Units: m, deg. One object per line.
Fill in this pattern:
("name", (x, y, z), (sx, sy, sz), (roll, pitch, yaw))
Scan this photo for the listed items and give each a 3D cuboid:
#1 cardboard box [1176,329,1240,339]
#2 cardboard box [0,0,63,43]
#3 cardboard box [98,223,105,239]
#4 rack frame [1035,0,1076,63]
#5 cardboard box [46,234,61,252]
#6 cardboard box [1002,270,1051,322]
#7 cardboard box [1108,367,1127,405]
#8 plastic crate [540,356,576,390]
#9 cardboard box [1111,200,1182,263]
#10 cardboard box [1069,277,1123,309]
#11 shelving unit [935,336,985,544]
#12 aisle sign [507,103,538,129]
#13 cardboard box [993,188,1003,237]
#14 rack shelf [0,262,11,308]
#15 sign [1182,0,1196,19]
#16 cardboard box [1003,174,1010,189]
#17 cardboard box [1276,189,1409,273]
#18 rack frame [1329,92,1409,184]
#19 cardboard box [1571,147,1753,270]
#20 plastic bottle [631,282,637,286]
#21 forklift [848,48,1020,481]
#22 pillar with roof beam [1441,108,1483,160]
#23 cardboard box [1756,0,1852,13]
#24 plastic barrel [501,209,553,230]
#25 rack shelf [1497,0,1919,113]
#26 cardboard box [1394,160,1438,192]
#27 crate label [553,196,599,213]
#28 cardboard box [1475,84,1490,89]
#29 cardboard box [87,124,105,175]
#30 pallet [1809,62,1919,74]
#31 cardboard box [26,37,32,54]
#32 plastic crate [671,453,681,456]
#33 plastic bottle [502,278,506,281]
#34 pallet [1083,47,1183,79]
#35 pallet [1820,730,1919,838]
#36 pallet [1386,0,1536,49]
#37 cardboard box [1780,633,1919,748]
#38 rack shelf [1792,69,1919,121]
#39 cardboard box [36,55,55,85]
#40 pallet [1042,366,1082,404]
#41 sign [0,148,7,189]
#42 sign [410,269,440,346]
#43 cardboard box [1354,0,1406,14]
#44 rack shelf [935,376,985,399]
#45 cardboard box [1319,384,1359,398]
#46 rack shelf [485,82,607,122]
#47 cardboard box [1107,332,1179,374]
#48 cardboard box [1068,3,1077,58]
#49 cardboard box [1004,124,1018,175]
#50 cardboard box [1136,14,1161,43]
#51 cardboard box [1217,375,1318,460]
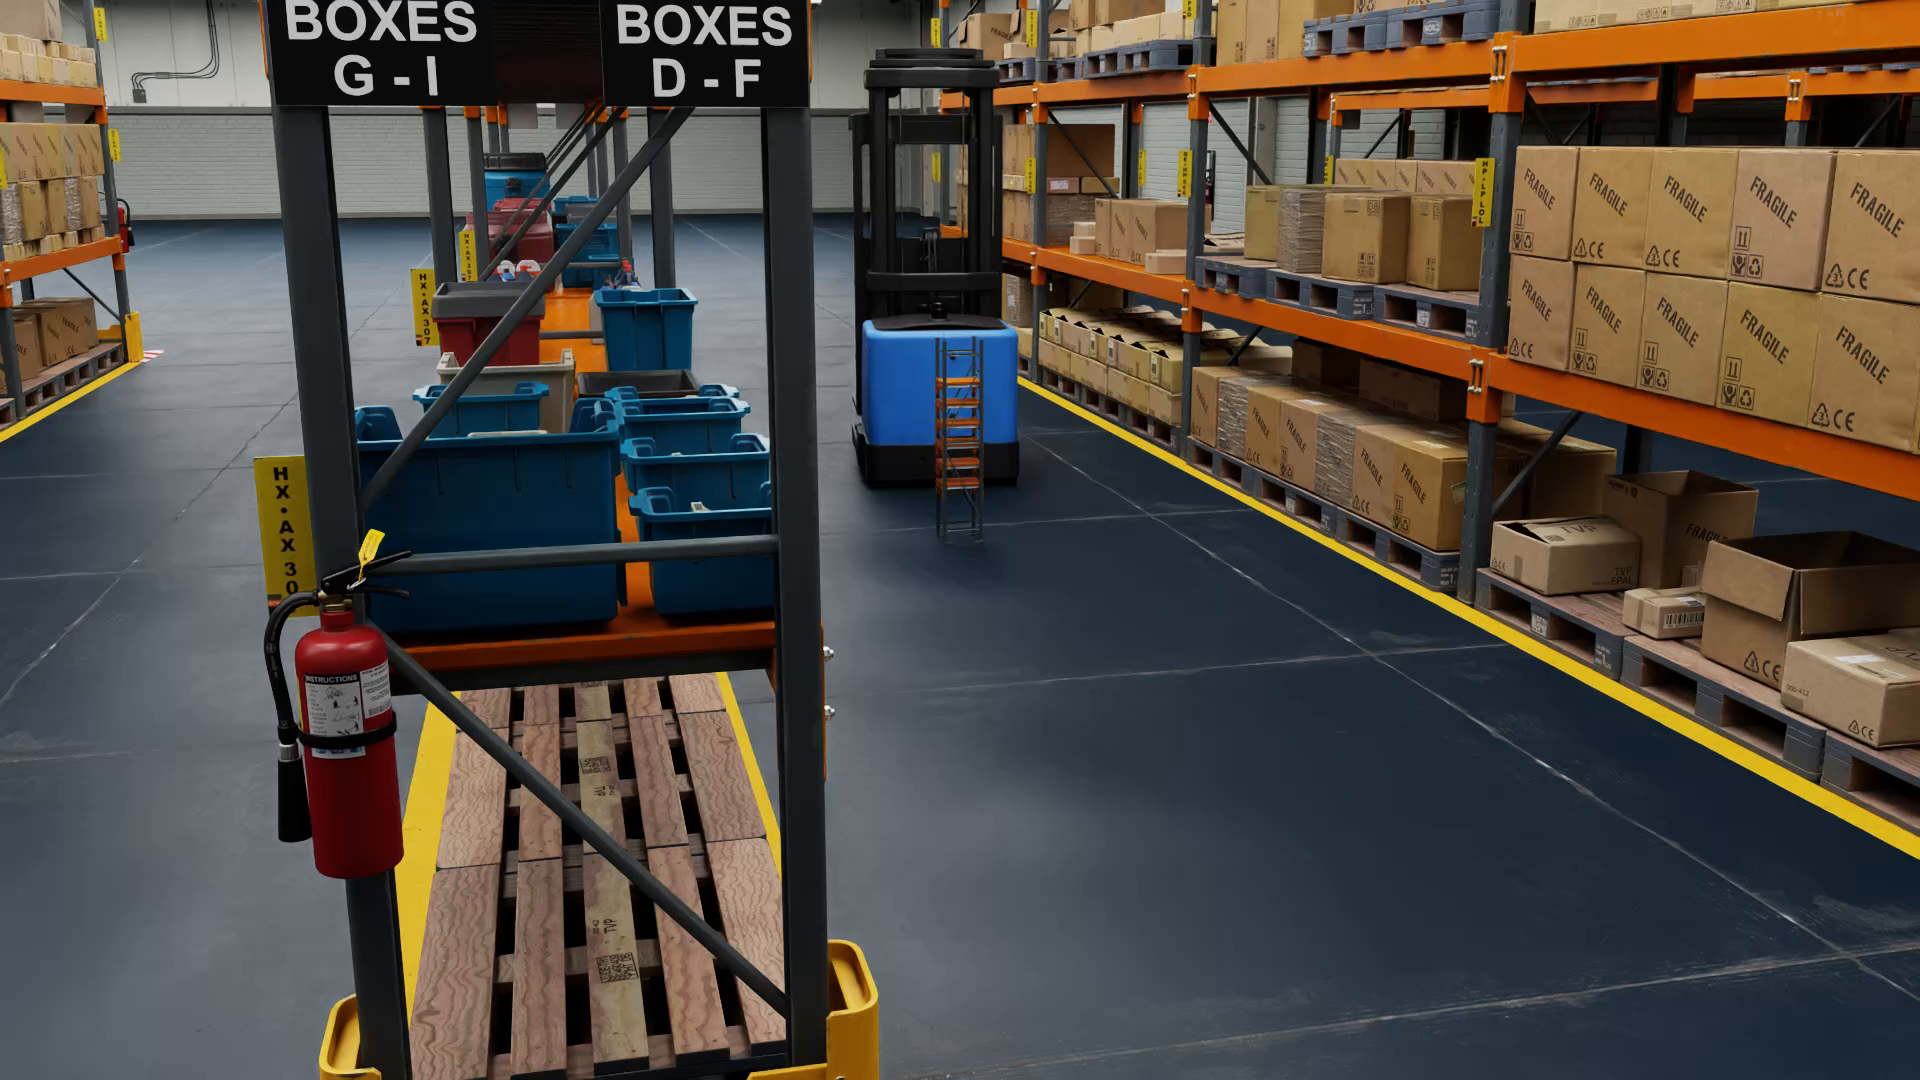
("cardboard box", (2.055, -1.597, 13.872), (0.500, 0.311, 0.500), (-4, 14, -15))
("cardboard box", (-8.757, -4.925, 15.554), (0.500, 0.500, 0.500), (-3, 14, -13))
("cardboard box", (-9.100, -3.199, 17.230), (0.380, 0.149, 0.250), (-3, 14, -13))
("rack frame", (1.202, -5.918, 15.190), (1.000, 3.000, 0.127), (-3, 14, -13))
("cardboard box", (-8.551, -2.742, 15.360), (0.380, 0.149, 0.250), (-3, 14, -13))
("cardboard box", (0.654, -2.562, 17.423), (0.500, 0.500, 0.500), (-3, 14, -13))
("cardboard box", (1.541, -1.292, 13.804), (0.500, 0.250, 0.500), (-3, 14, -12))
("plastic crate", (-1.764, -0.669, 6.773), (0.396, 0.136, 0.243), (-3, 14, -13))
("cardboard box", (1.608, -2.637, 14.190), (0.500, 0.500, 0.500), (-3, 14, -13))
("cardboard box", (1.398, -2.361, 16.598), (0.500, 0.500, 0.500), (-3, 14, -13))
("shelving unit", (-0.003, -0.586, 9.798), (0.258, 1.200, 0.189), (-3, 14, -13))
("aisle sign", (-4.855, -4.914, 18.245), (0.394, 0.787, 0.004), (-3, 14, -13))
("cardboard box", (0.726, -3.510, 17.762), (0.700, 0.500, 0.500), (-3, 14, -11))
("rack shelf", (-7.958, -1.642, 11.842), (1.077, 0.370, 4.000), (-3, 14, -13))
("sign", (1.600, -3.799, 11.579), (0.100, 0.325, 0.005), (-3, 14, -13))
("cardboard box", (0.633, -3.711, 17.220), (0.380, 0.149, 0.250), (-3, 14, -12))
("cardboard box", (2.428, -1.973, 10.587), (0.700, 0.500, 0.500), (-1, 14, -3))
("rack frame", (5.077, -4.203, 20.812), (1.000, 3.000, 0.127), (-3, 14, -13))
("cardboard box", (3.040, -1.449, 7.221), (0.500, 0.500, 0.500), (-4, 14, -15))
("plastic bottle", (-1.768, -1.266, 9.061), (0.097, 0.271, 0.097), (0, 14, 0))
("forklift", (-0.259, -2.126, 12.454), (1.130, 2.935, 3.031), (-1, 14, -6))
("pillar with roof beam", (1.898, -6.765, 18.654), (9.100, 9.000, 0.400), (-3, 14, -13))
("cardboard box", (3.305, -2.070, 6.077), (0.500, 0.250, 0.500), (-3, 14, -13))
("plastic barrel", (-3.222, -2.183, 12.305), (0.421, 0.512, 0.421), (0, 14, 0))
("rack shelf", (3.551, -1.804, 6.188), (1.077, 0.370, 4.000), (-3, 14, -13))
("cardboard box", (5.251, -4.025, 18.776), (0.500, 0.500, 0.500), (-3, 14, -11))
("crate label", (-3.858, -3.259, 16.872), (0.502, 0.435, 0.616), (-3, 14, -13))
("cardboard box", (5.657, -4.899, 17.088), (0.500, 0.500, 0.500), (-3, 14, -12))
("cardboard box", (-8.998, -3.941, 16.793), (0.500, 0.500, 0.500), (-3, 14, -13))
("pallet", (7.159, -3.578, 12.329), (1.213, 0.211, 1.003), (-3, 14, -11))
("cardboard box", (-8.547, -4.421, 14.859), (0.380, 0.149, 0.250), (-4, 14, -14))
("plastic crate", (-0.687, -0.172, 4.739), (0.250, 0.136, 0.298), (-3, 14, -13))
("plastic bottle", (-2.561, -1.308, 9.221), (0.152, 0.276, 0.135), (-3, 14, -13))
("pallet", (1.630, -3.856, 13.467), (1.003, 0.211, 1.213), (-3, 14, -11))
("pallet", (3.814, 0.918, 5.726), (1.003, 0.211, 1.213), (-3, 14, -13))
("pallet", (2.996, -2.678, 8.646), (1.213, 0.211, 1.003), (-3, 14, -13))
("cardboard box", (3.459, 0.554, 6.206), (0.500, 0.250, 0.500), (-3, 14, -13))
("rack shelf", (7.426, -3.004, 11.099), (1.077, 0.370, 4.000), (-3, 14, -13))
("cardboard box", (-8.652, -4.313, 15.256), (0.500, 0.250, 0.500), (-4, 14, -14))
("pallet", (1.413, -1.481, 15.546), (1.003, 0.211, 1.213), (-3, 14, -13))
("sign", (-7.889, -3.047, 13.638), (0.100, 0.325, 0.005), (-3, 14, -13))
("sign", (-2.270, -0.987, 7.064), (0.100, 0.325, 0.005), (-3, 14, -13))
("cardboard box", (2.718, -3.344, 9.669), (0.600, 0.600, 0.600), (-4, 14, -15))
("rack shelf", (-0.003, -0.893, 9.723), (0.258, 0.103, 0.180), (-3, 14, -13))
("cardboard box", (2.711, -0.758, 11.051), (0.500, 0.500, 0.500), (-4, 14, -15))
("rack shelf", (-3.144, -3.375, 12.616), (1.077, 0.370, 4.000), (-3, 14, -13))
("cardboard box", (1.535, -1.565, 13.739), (0.500, 0.311, 0.500), (-3, 14, -14))
("cardboard box", (1.340, -4.912, 16.003), (0.500, 0.500, 0.500), (-2, 14, -9))
("cardboard box", (0.855, -4.017, 17.103), (0.700, 0.500, 0.500), (-3, 14, -13))
("cardboard box", (1.716, -4.023, 13.186), (0.500, 0.250, 0.500), (-4, 14, -14))
("cardboard box", (2.099, -0.839, 11.381), (0.500, 0.500, 0.500), (-4, 14, -15))
